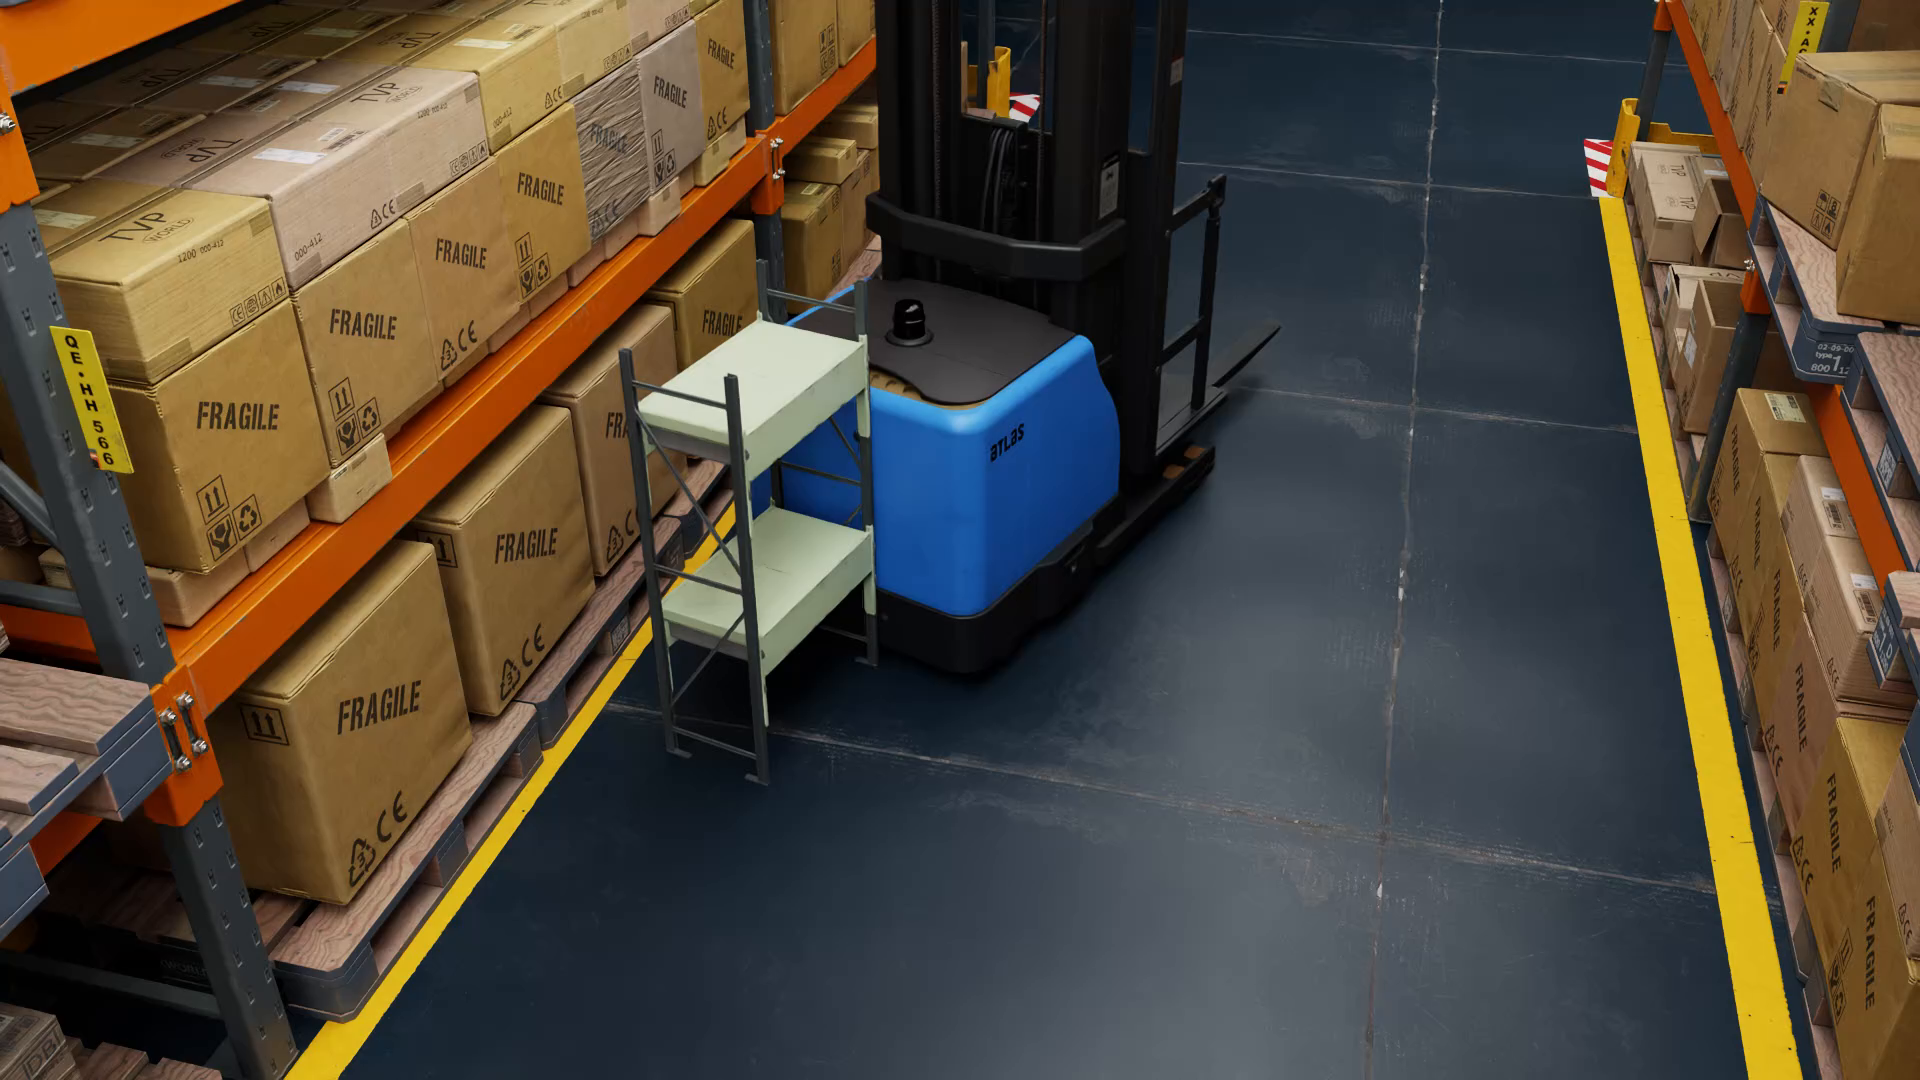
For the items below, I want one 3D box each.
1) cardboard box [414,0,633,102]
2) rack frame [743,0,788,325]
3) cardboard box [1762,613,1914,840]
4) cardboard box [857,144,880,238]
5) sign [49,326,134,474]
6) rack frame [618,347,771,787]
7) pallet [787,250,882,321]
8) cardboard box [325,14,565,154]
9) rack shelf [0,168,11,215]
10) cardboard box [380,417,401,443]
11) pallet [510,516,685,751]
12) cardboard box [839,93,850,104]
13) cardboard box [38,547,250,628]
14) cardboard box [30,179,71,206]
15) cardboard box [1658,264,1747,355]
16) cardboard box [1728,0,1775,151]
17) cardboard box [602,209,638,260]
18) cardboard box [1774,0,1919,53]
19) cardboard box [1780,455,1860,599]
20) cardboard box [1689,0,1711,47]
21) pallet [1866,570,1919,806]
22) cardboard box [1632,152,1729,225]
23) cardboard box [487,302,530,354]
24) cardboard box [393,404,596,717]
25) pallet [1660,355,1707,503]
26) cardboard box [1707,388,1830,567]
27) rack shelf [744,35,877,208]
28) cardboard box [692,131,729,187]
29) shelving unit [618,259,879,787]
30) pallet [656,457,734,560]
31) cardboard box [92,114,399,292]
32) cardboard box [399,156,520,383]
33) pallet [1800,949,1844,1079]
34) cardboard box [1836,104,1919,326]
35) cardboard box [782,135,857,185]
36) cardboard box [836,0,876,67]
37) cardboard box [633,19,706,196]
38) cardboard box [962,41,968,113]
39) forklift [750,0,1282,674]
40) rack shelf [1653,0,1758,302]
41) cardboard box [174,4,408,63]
[{"bbox_3d":[-1.424,-1.659,5.475,0.500,0.250,0.500,9,33,13],"label":"cardboard box"},{"bbox_3d":[-1.285,-1.972,7.056,1.000,3.000,0.127,8,33,12],"label":"rack frame"},{"bbox_3d":[2.762,0.586,4.951,0.500,0.500,0.500,7,33,11],"label":"cardboard box"},{"bbox_3d":[-0.733,-1.995,9.030,0.700,0.500,0.500,9,33,14],"label":"cardboard box"},{"bbox_3d":[-1.773,-0.282,3.393,0.100,0.325,0.005,8,33,12],"label":"sign"},{"bbox_3d":[-0.809,0.126,5.153,0.400,1.500,0.023,15,35,22],"label":"rack frame"},{"bbox_3d":[-1.016,-1.179,8.408,1.003,0.211,1.213,8,33,12],"label":"pallet"},{"bbox_3d":[-1.553,-1.394,5.059,0.500,0.250,0.500,7,33,11],"label":"cardboard box"},{"bbox_3d":[-2.808,0.179,1.547,1.077,0.370,4.000,8,33,12],"label":"rack shelf"},{"bbox_3d":[-1.826,-0.341,4.706,0.380,0.149,0.250,8,33,12],"label":"cardboard box"},{"bbox_3d":[-1.715,0.251,6.159,1.003,0.211,1.213,8,33,12],"label":"pallet"},{"bbox_3d":[-0.832,-2.501,9.222,0.380,0.149,0.250,8,33,13],"label":"cardboard box"},{"bbox_3d":[-1.992,0.062,4.072,0.380,0.149,0.250,8,33,12],"label":"cardboard box"},{"bbox_3d":[-2.436,-0.660,3.903,0.500,0.250,0.500,9,34,14],"label":"cardboard box"},{"bbox_3d":[3.568,-1.074,7.740,0.500,0.311,0.500,8,33,12],"label":"cardboard box"},{"bbox_3d":[3.516,-1.904,6.855,0.500,0.500,0.500,9,34,14],"label":"cardboard box"},{"bbox_3d":[-1.384,-1.135,5.955,0.380,0.149,0.250,8,33,12],"label":"cardboard box"},{"bbox_3d":[3.386,-2.061,6.171,0.500,0.500,0.500,8,33,13],"label":"cardboard box"},{"bbox_3d":[2.895,-0.010,5.191,0.500,0.250,0.500,8,33,12],"label":"cardboard box"},{"bbox_3d":[3.899,-2.694,8.099,0.500,0.500,0.500,8,33,12],"label":"cardboard box"},{"bbox_3d":[2.597,0.496,3.353,1.213,0.211,1.003,8,33,12],"label":"pallet"},{"bbox_3d":[3.983,-1.897,9.092,0.500,0.250,0.500,8,33,12],"label":"cardboard box"},{"bbox_3d":[-1.614,-0.735,5.326,0.380,0.149,0.250,8,33,13],"label":"cardboard box"},{"bbox_3d":[-1.758,0.016,5.541,0.750,0.750,0.750,8,33,12],"label":"cardboard box"},{"bbox_3d":[3.683,-0.479,7.307,1.003,0.211,1.213,8,33,12],"label":"pallet"},{"bbox_3d":[3.149,-0.212,6.208,0.500,0.500,0.500,7,33,10],"label":"cardboard box"},{"bbox_3d":[-0.777,-2.706,8.882,1.077,0.370,4.000,8,33,12],"label":"rack shelf"},{"bbox_3d":[-1.138,-1.526,6.570,0.380,0.149,0.250,9,33,13],"label":"cardboard box"},{"bbox_3d":[-0.643,-0.049,5.428,0.431,1.500,0.755,15,35,22],"label":"shelving unit"},{"bbox_3d":[-1.408,-0.385,7.158,1.003,0.211,1.213,8,33,12],"label":"pallet"},{"bbox_3d":[-1.800,-0.868,4.232,0.500,0.250,0.500,8,33,12],"label":"cardboard box"},{"bbox_3d":[-1.660,-0.818,4.851,0.500,0.500,0.500,8,33,12],"label":"cardboard box"},{"bbox_3d":[2.719,1.571,4.082,1.003,0.211,1.213,8,33,12],"label":"pallet"},{"bbox_3d":[3.058,-0.938,4.945,0.700,0.500,0.500,13,35,20],"label":"cardboard box"},{"bbox_3d":[-0.732,-1.895,8.269,0.380,0.149,0.250,9,34,14],"label":"cardboard box"},{"bbox_3d":[-0.941,-2.756,8.010,0.980,0.700,0.700,7,33,11],"label":"cardboard box"},{"bbox_3d":[-1.278,-1.608,6.095,0.500,0.500,0.500,8,33,13],"label":"cardboard box"},{"bbox_3d":[-0.351,-2.793,10.286,0.700,0.500,0.500,8,33,12],"label":"cardboard box"},{"bbox_3d":[0.435,-1.515,6.400,1.130,2.935,3.031,19,37,28],"label":"forklift"},{"bbox_3d":[4.015,-2.034,7.824,1.077,0.370,4.000,8,33,12],"label":"rack shelf"},{"bbox_3d":[-2.039,-1.458,5.159,0.500,0.250,0.500,7,33,11],"label":"cardboard box"}]
